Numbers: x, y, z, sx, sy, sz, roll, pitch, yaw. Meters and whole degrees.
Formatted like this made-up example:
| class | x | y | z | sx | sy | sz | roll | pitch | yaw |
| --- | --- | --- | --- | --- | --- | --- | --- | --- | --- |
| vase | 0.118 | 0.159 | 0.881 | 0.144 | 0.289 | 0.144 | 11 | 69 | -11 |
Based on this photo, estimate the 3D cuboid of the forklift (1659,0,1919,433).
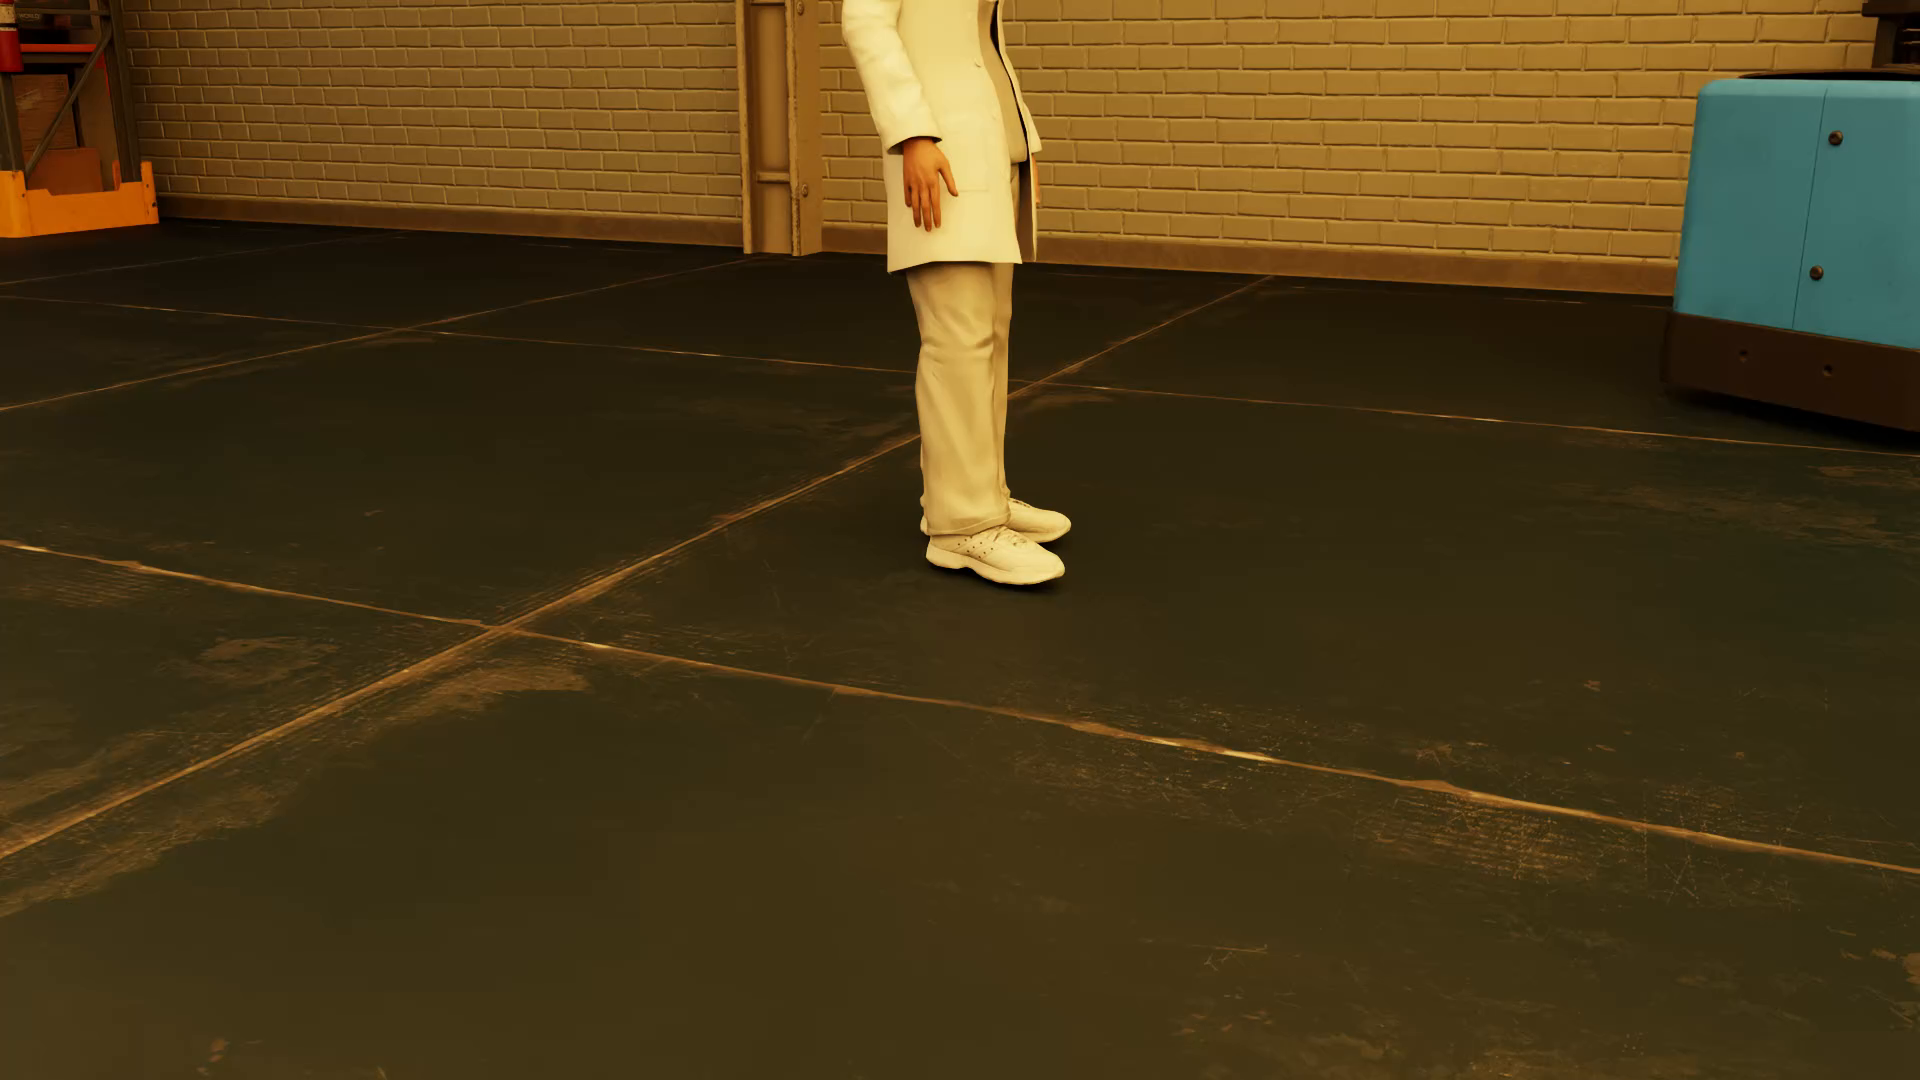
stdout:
| class | x | y | z | sx | sy | sz | roll | pitch | yaw |
| --- | --- | --- | --- | --- | --- | --- | --- | --- | --- |
| forklift | 3.959 | -1.964 | 5.604 | 3.031 | 2.935 | 1.130 | -8 | 18 | -27 |

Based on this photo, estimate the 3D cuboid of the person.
| class | x | y | z | sx | sy | sz | roll | pitch | yaw |
| --- | --- | --- | --- | --- | --- | --- | --- | --- | --- |
| person | 0.080 | -0.849 | 3.803 | 0.581 | 1.776 | 0.696 | 7 | 18 | 23 |
